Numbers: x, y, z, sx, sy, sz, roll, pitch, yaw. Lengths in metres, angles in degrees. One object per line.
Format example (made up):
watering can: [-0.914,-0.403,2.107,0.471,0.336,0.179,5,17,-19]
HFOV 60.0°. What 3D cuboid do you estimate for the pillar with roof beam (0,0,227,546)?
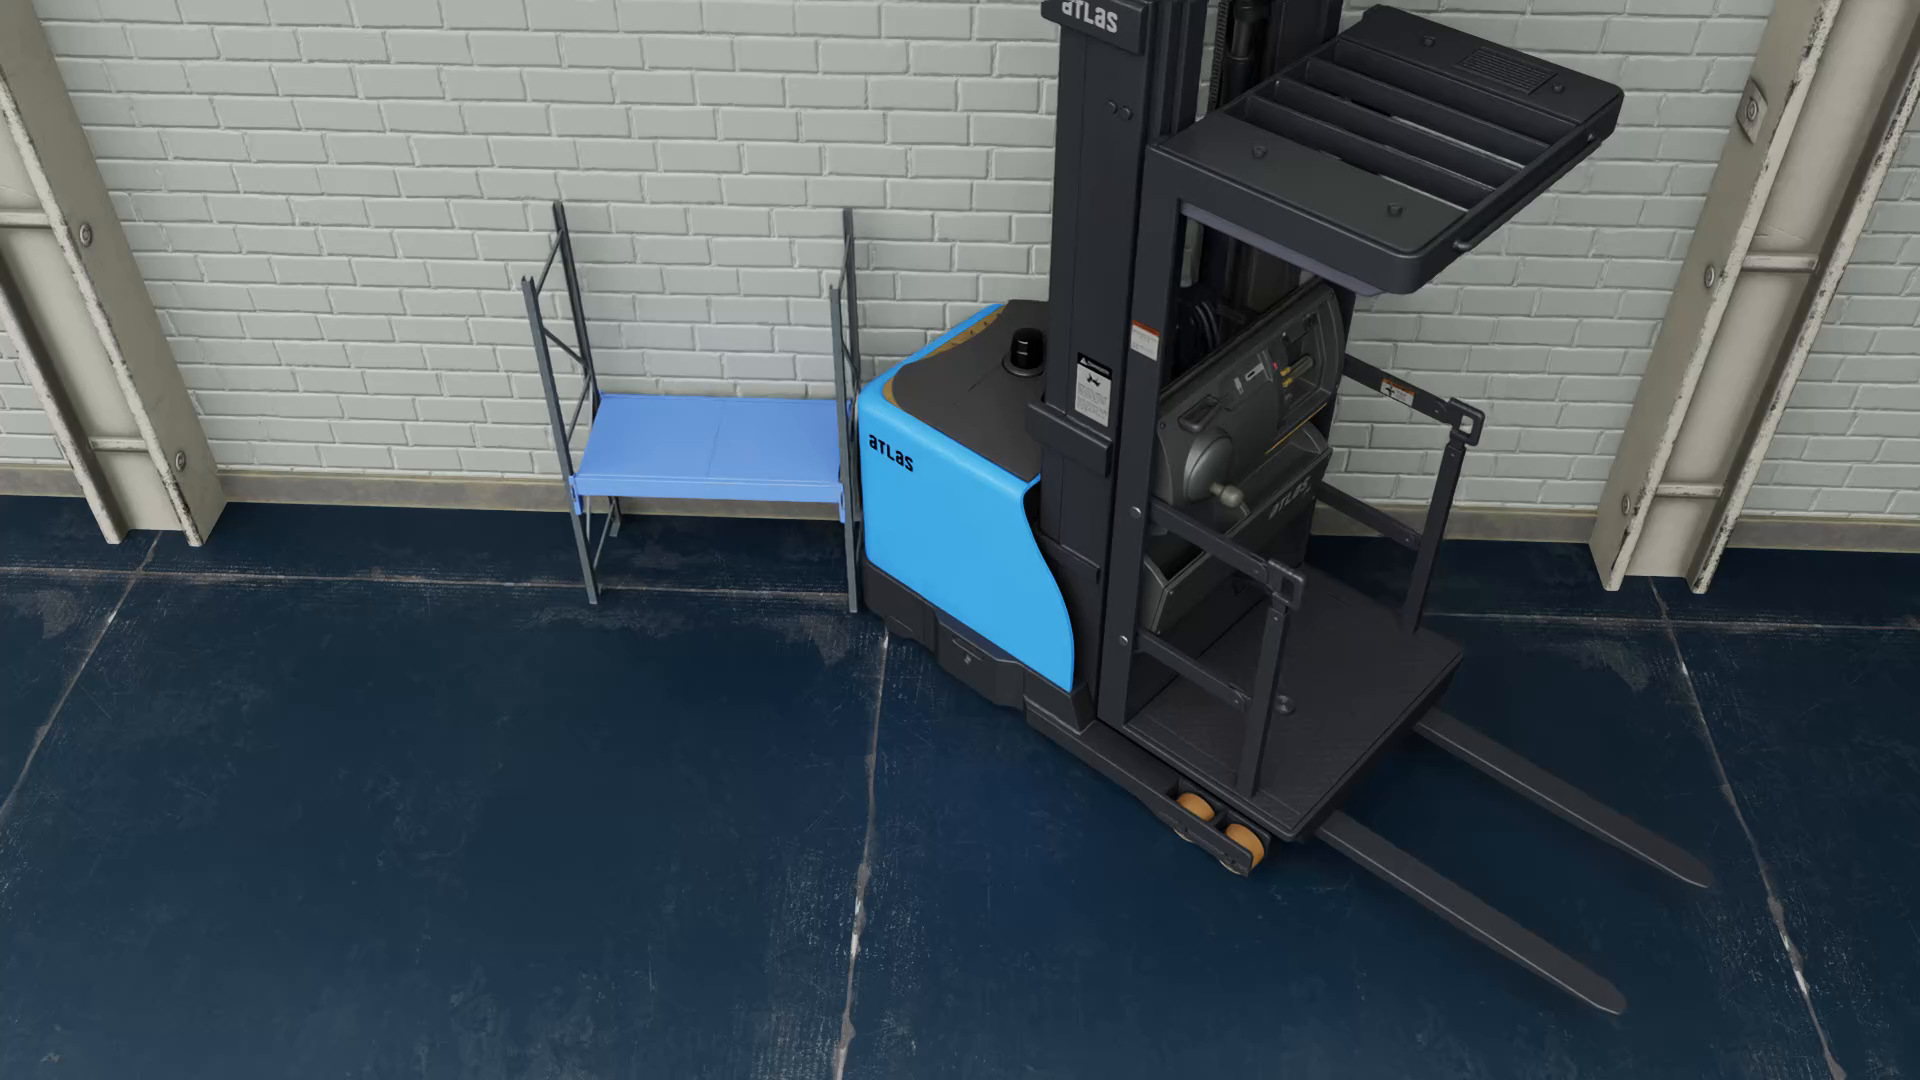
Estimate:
pillar with roof beam: [-3.448,-0.447,0.628,0.400,9.000,9.100,2,43,2]

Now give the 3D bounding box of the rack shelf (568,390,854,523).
rack shelf: [-0.909,-0.321,6.258,1.000,0.185,0.538,2,43,2]

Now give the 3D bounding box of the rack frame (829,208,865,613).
rack frame: [-0.401,-0.437,6.118,0.032,1.500,0.500,2,43,2]

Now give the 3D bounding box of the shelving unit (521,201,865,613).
shelving unit: [-0.909,-0.452,6.135,1.048,1.500,0.538,2,43,2]

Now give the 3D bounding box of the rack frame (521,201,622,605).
rack frame: [-1.417,-0.468,6.152,0.032,1.500,0.500,2,43,2]

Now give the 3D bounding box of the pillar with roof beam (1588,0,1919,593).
pillar with roof beam: [2.546,-0.263,0.430,0.400,9.000,9.100,2,43,2]

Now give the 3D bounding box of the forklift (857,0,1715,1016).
forklift: [1.057,-0.367,4.994,3.031,2.935,1.130,32,52,30]
